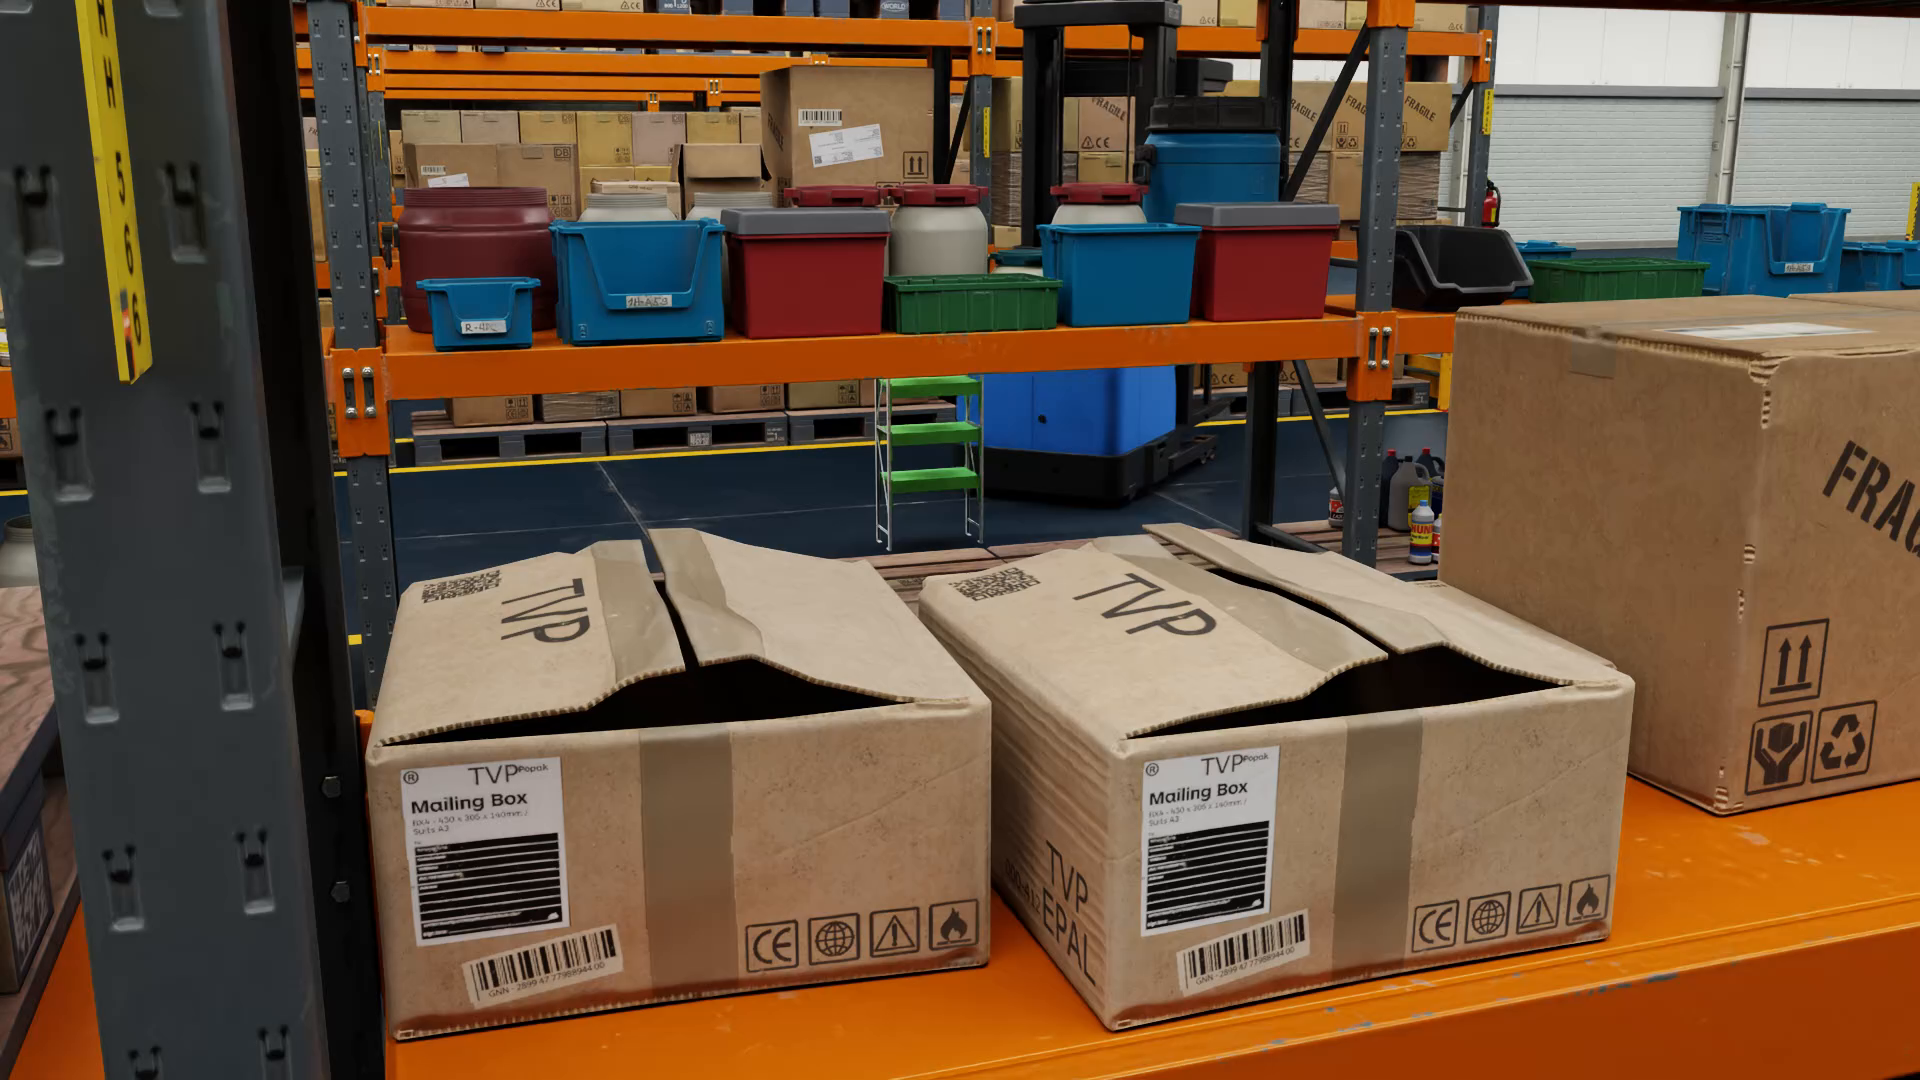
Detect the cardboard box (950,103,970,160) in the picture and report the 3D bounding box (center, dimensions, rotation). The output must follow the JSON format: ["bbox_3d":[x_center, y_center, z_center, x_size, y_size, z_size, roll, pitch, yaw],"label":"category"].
[{"bbox_3d":[-0.087,-4.101,16.745,0.550,0.550,0.875,-4,14,-18],"label":"cardboard box"}]

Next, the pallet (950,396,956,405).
[{"bbox_3d":[0.624,-1.013,12.445,1.213,0.211,1.003,-4,14,-18],"label":"pallet"}]

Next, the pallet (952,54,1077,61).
[{"bbox_3d":[0.445,-4.971,16.768,1.213,0.211,1.003,-4,14,-18],"label":"pallet"}]

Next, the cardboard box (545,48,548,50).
[{"bbox_3d":[-6.085,-7.079,24.510,0.500,0.311,0.500,-5,14,-20],"label":"cardboard box"}]

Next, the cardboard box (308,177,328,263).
[{"bbox_3d":[-4.181,-1.975,10.247,0.500,0.500,0.500,-4,14,-16],"label":"cardboard box"}]

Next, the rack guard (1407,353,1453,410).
[{"bbox_3d":[3.718,-1.386,13.388,0.348,0.500,1.175,-4,14,-18],"label":"rack guard"}]

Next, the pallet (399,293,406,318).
[{"bbox_3d":[-6.212,-2.891,20.341,1.213,0.211,1.003,-4,14,-18],"label":"pallet"}]

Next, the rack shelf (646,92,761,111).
[{"bbox_3d":[-2.853,-6.831,25.951,4.000,0.370,1.077,-4,14,-18],"label":"rack shelf"}]

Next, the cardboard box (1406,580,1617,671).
[{"bbox_3d":[0.554,0.172,1.981,0.250,0.149,0.380,-3,14,-14],"label":"cardboard box"}]

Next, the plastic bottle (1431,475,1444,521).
[{"bbox_3d":[2.350,-0.209,7.975,0.135,0.276,0.152,-4,14,-18],"label":"plastic bottle"}]

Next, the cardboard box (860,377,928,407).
[{"bbox_3d":[-0.590,-1.269,11.949,0.500,0.500,0.700,-6,14,-22],"label":"cardboard box"}]

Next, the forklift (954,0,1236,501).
[{"bbox_3d":[1.041,-1.946,10.489,1.130,2.935,3.031,6,15,24],"label":"forklift"}]

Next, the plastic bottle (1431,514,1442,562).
[{"bbox_3d":[2.116,-0.013,7.313,0.097,0.201,0.097,0,13,0],"label":"plastic bottle"}]

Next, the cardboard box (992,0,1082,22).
[{"bbox_3d":[0.507,-3.675,11.455,0.500,0.250,0.500,-5,14,-20],"label":"cardboard box"}]

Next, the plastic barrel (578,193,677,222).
[{"bbox_3d":[-1.306,-1.108,6.576,0.421,0.512,0.421,0,13,0],"label":"plastic barrel"}]

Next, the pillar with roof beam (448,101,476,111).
[{"bbox_3d":[-6.219,-7.547,20.925,0.400,9.000,9.100,-4,14,-18],"label":"pillar with roof beam"}]

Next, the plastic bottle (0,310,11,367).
[{"bbox_3d":[-3.071,-0.667,5.396,0.097,0.201,0.097,0,13,0],"label":"plastic bottle"}]

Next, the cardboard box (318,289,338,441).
[{"bbox_3d":[-4.453,-1.141,10.642,0.875,0.875,1.225,-5,14,-21],"label":"cardboard box"}]

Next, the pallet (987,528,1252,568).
[{"bbox_3d":[0.846,0.197,7.357,1.213,0.211,1.003,-4,14,-18],"label":"pallet"}]

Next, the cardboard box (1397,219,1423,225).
[{"bbox_3d":[3.348,-2.400,12.795,0.250,0.149,0.380,-4,14,-18],"label":"cardboard box"}]

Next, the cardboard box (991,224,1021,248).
[{"bbox_3d":[0.298,-2.140,11.699,0.250,0.149,0.380,-4,14,-18],"label":"cardboard box"}]

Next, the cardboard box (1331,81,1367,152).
[{"bbox_3d":[2.875,-3.154,12.401,0.500,0.500,0.500,-4,14,-18],"label":"cardboard box"}]

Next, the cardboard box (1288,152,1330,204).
[{"bbox_3d":[2.336,-2.675,12.550,0.500,0.500,0.875,-4,14,-18],"label":"cardboard box"}]

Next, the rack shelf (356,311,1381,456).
[{"bbox_3d":[-0.317,-0.728,6.777,4.000,0.370,1.077,-4,14,-18],"label":"rack shelf"}]

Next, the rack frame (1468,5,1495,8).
[{"bbox_3d":[3.790,-5.526,12.428,0.127,3.000,1.000,-4,14,-18],"label":"rack frame"}]

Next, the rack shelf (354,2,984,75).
[{"bbox_3d":[-1.897,-3.274,10.996,4.000,0.370,1.077,-4,14,-18],"label":"rack shelf"}]

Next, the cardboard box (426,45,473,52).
[{"bbox_3d":[-6.052,-5.766,19.703,0.500,0.500,0.700,-4,14,-18],"label":"cardboard box"}]

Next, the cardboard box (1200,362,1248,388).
[{"bbox_3d":[2.037,-1.459,12.790,0.500,0.500,0.500,-3,14,-13],"label":"cardboard box"}]

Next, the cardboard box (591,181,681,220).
[{"bbox_3d":[-2.131,-2.221,10.916,0.500,0.250,0.500,-5,14,-20],"label":"cardboard box"}]

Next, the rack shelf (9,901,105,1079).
[{"bbox_3d":[-2.532,0.654,0.967,4.000,0.370,1.077,-4,14,-18],"label":"rack shelf"}]

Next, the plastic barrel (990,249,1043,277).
[{"bbox_3d":[0.275,-1.094,7.061,0.301,0.262,0.301,0,13,0],"label":"plastic barrel"}]

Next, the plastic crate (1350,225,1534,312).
[{"bbox_3d":[2.115,-1.206,7.366,0.504,0.338,0.767,-4,14,-18],"label":"plastic crate"}]

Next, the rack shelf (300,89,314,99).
[{"bbox_3d":[-10.435,-6.240,23.468,4.000,0.370,1.077,-4,14,-18],"label":"rack shelf"}]

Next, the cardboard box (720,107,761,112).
[{"bbox_3d":[-2.676,-5.150,20.793,0.500,0.500,0.700,-5,14,-19],"label":"cardboard box"}]

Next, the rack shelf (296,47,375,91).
[{"bbox_3d":[-7.174,-4.074,14.360,4.000,0.370,1.077,-4,14,-18],"label":"rack shelf"}]

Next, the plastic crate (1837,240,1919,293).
[{"bbox_3d":[4.373,-1.299,7.945,0.408,0.251,0.499,-4,14,-18],"label":"plastic crate"}]

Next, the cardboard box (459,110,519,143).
[{"bbox_3d":[-4.371,-3.716,15.405,0.500,0.500,0.700,-5,14,-19],"label":"cardboard box"}]

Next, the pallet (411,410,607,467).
[{"bbox_3d":[-3.051,-0.718,11.204,1.213,0.211,1.003,-4,14,-18],"label":"pallet"}]

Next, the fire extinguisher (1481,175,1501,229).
[{"bbox_3d":[4.045,-2.477,12.742,0.183,0.674,0.296,-4,14,-18],"label":"fire extinguisher"}]

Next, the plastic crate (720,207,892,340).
[{"bbox_3d":[-0.584,-1.014,6.285,0.583,0.464,0.402,-4,14,-18],"label":"plastic crate"}]

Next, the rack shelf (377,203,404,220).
[{"bbox_3d":[-5.058,-3.988,20.481,4.000,0.370,1.077,-4,14,-18],"label":"rack shelf"}]

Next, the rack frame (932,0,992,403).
[{"bbox_3d":[-0.001,-2.312,11.881,0.127,3.000,1.000,-4,14,-18],"label":"rack frame"}]

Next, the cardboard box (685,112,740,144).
[{"bbox_3d":[-2.443,-3.866,16.037,0.500,0.500,0.700,-5,14,-19],"label":"cardboard box"}]

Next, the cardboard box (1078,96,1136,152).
[{"bbox_3d":[0.980,-3.007,11.781,0.500,0.500,0.500,-4,14,-18],"label":"cardboard box"}]

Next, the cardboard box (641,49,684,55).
[{"bbox_3d":[-3.669,-6.001,20.325,0.500,0.250,0.500,-5,14,-19],"label":"cardboard box"}]

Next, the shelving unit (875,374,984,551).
[{"bbox_3d":[-0.157,-0.571,8.453,0.503,1.200,0.258,-4,14,-18],"label":"shelving unit"}]

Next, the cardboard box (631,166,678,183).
[{"bbox_3d":[-2.855,-3.284,15.752,0.500,0.500,0.500,-4,14,-17],"label":"cardboard box"}]

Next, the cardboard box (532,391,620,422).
[{"bbox_3d":[-2.642,-1.112,11.288,0.500,0.500,0.700,-6,15,-23],"label":"cardboard box"}]

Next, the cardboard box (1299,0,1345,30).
[{"bbox_3d":[2.453,-3.829,12.100,0.500,0.250,0.500,-4,14,-17],"label":"cardboard box"}]

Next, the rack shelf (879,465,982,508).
[{"bbox_3d":[-0.157,-0.276,8.523,0.480,0.148,0.258,-4,14,-18],"label":"rack shelf"}]

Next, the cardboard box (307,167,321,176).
[{"bbox_3d":[-5.602,-3.203,14.617,0.250,0.149,0.380,-4,14,-17],"label":"cardboard box"}]

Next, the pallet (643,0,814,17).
[{"bbox_3d":[-1.603,-3.581,11.137,1.003,0.211,1.213,-4,14,-18],"label":"pallet"}]

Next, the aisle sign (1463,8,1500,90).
[{"bbox_3d":[3.944,-3.811,12.564,0.004,0.787,0.394,-4,14,-18],"label":"aisle sign"}]
